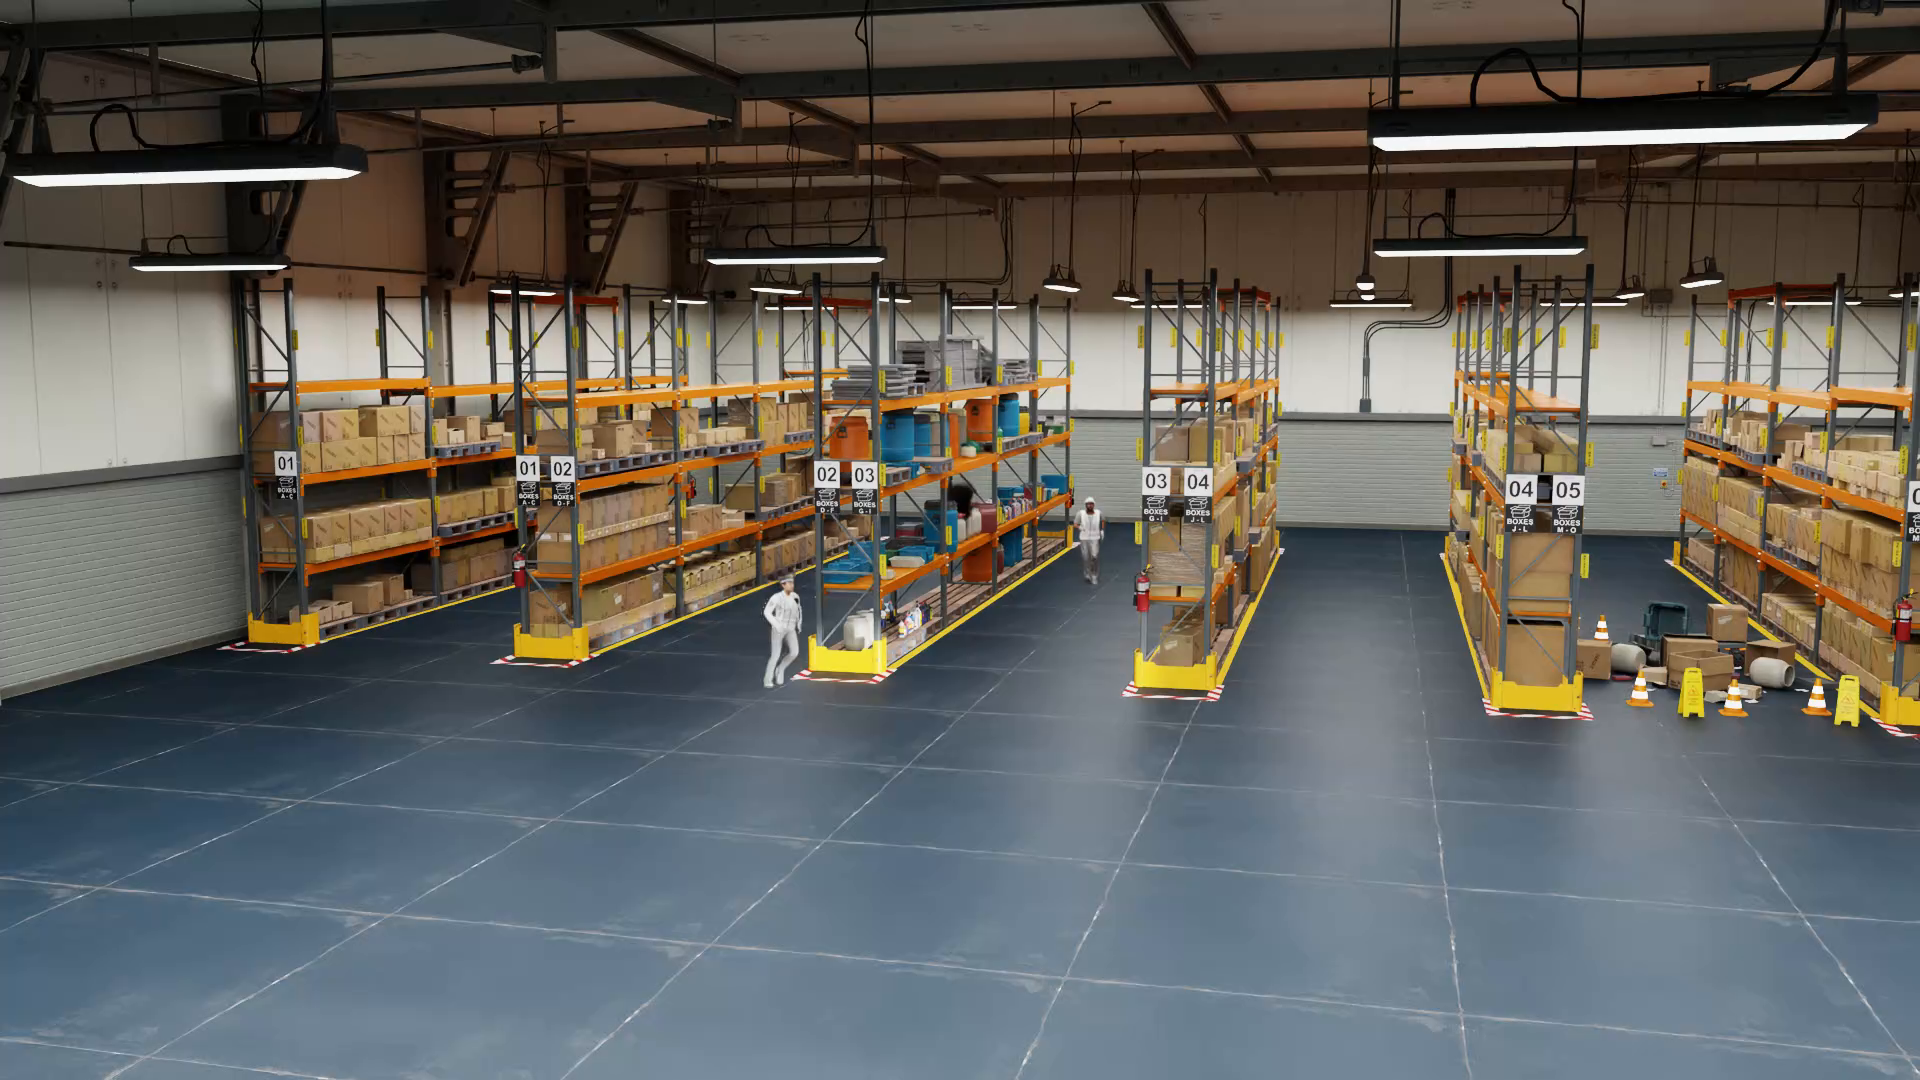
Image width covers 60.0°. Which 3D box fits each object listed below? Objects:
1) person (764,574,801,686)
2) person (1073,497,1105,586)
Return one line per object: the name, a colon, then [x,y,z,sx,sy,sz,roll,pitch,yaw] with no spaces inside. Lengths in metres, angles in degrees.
person: [-2.521,1.304,24.122,0.675,1.632,0.550,-4,8,-32]
person: [2.658,0.029,34.252,0.659,1.830,0.762,1,7,6]
